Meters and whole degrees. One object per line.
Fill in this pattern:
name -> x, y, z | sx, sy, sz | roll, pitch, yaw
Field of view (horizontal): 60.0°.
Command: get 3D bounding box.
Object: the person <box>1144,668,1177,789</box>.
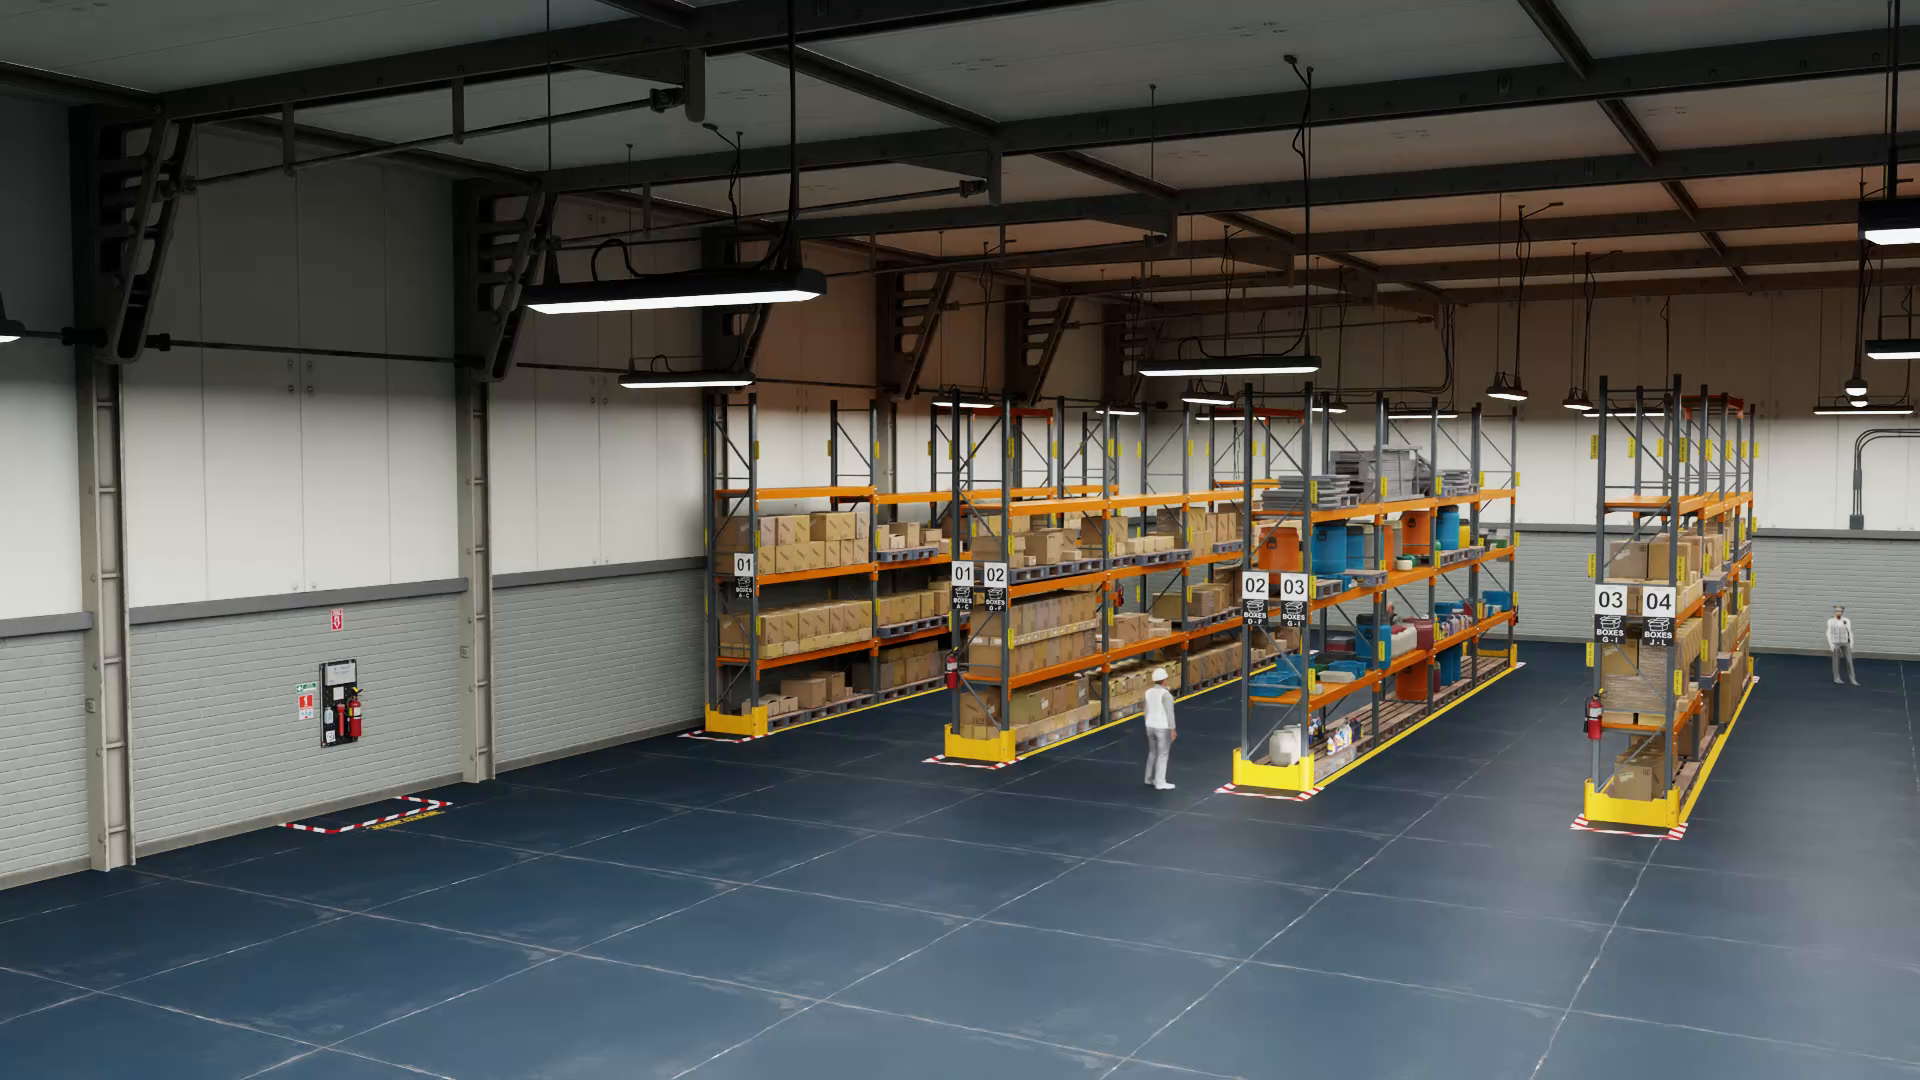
person -> 2.982, 2.808, 24.635 | 0.403, 1.817, 0.619 | -2, 4, -35

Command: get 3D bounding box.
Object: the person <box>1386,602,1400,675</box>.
person -> 9.374, 2.196, 36.294 | 0.491, 1.674, 1.045 | 2, 3, 28

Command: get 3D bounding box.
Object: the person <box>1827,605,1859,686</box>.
person -> 18.909, 2.246, 35.608 | 0.626, 1.698, 0.395 | 2, 3, 26
